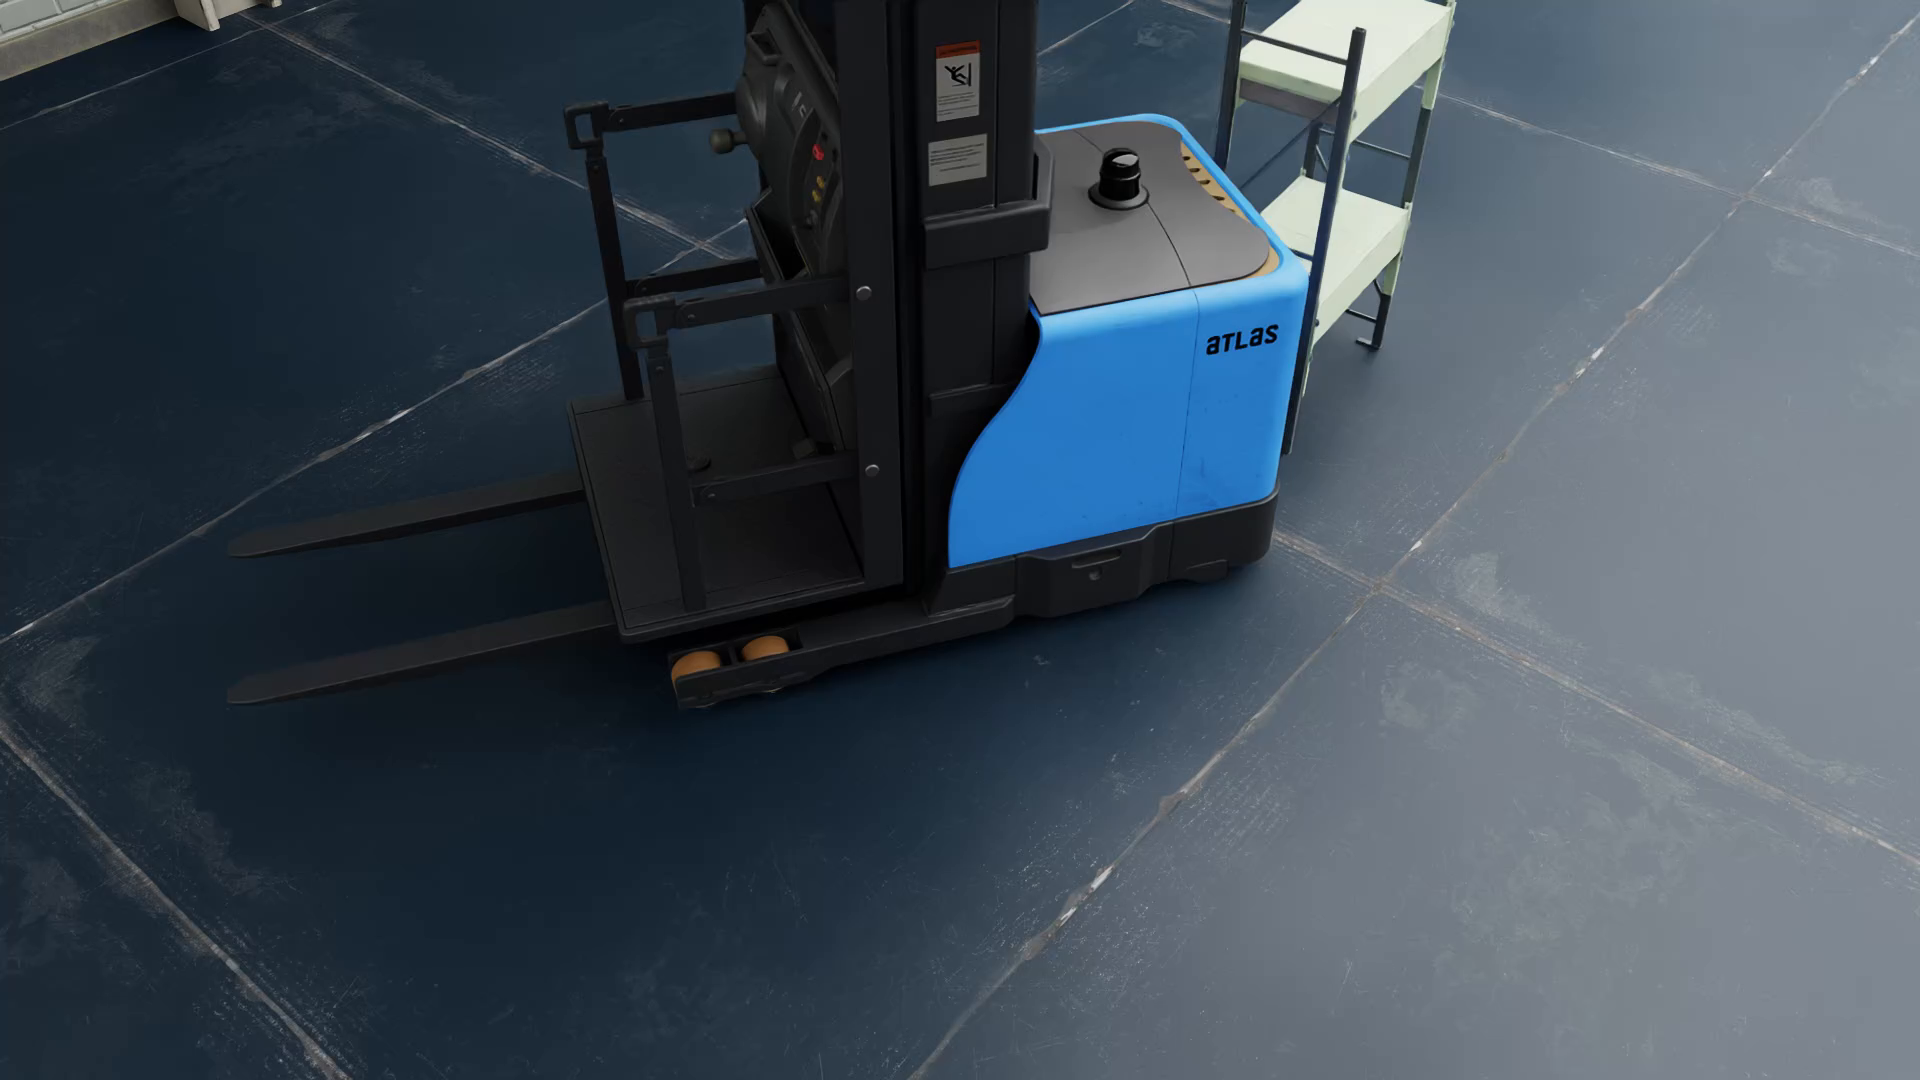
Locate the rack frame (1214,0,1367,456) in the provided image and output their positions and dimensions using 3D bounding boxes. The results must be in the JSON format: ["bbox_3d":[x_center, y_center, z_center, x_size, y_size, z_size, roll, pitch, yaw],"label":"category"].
[{"bbox_3d":[0.943,-0.918,5.143,0.400,1.500,0.023,25,48,25],"label":"rack frame"}]

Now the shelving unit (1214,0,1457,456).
[{"bbox_3d":[1.151,-1.120,5.365,0.431,1.500,0.755,25,48,25],"label":"shelving unit"}]

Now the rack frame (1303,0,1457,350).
[{"bbox_3d":[1.360,-1.323,5.588,0.400,1.500,0.023,25,48,25],"label":"rack frame"}]

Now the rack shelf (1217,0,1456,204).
[{"bbox_3d":[1.153,-1.408,5.102,0.431,0.370,0.720,25,48,25],"label":"rack shelf"}]

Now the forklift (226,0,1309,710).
[{"bbox_3d":[-0.617,-1.008,4.179,3.031,2.935,1.130,-12,44,-13],"label":"forklift"}]

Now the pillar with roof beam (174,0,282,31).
[{"bbox_3d":[-0.263,-4.053,3.018,9.100,9.000,0.400,29,50,28],"label":"pillar with roof beam"}]

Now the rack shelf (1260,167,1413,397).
[{"bbox_3d":[1.150,-0.880,5.585,0.431,0.370,0.720,25,48,25],"label":"rack shelf"}]
